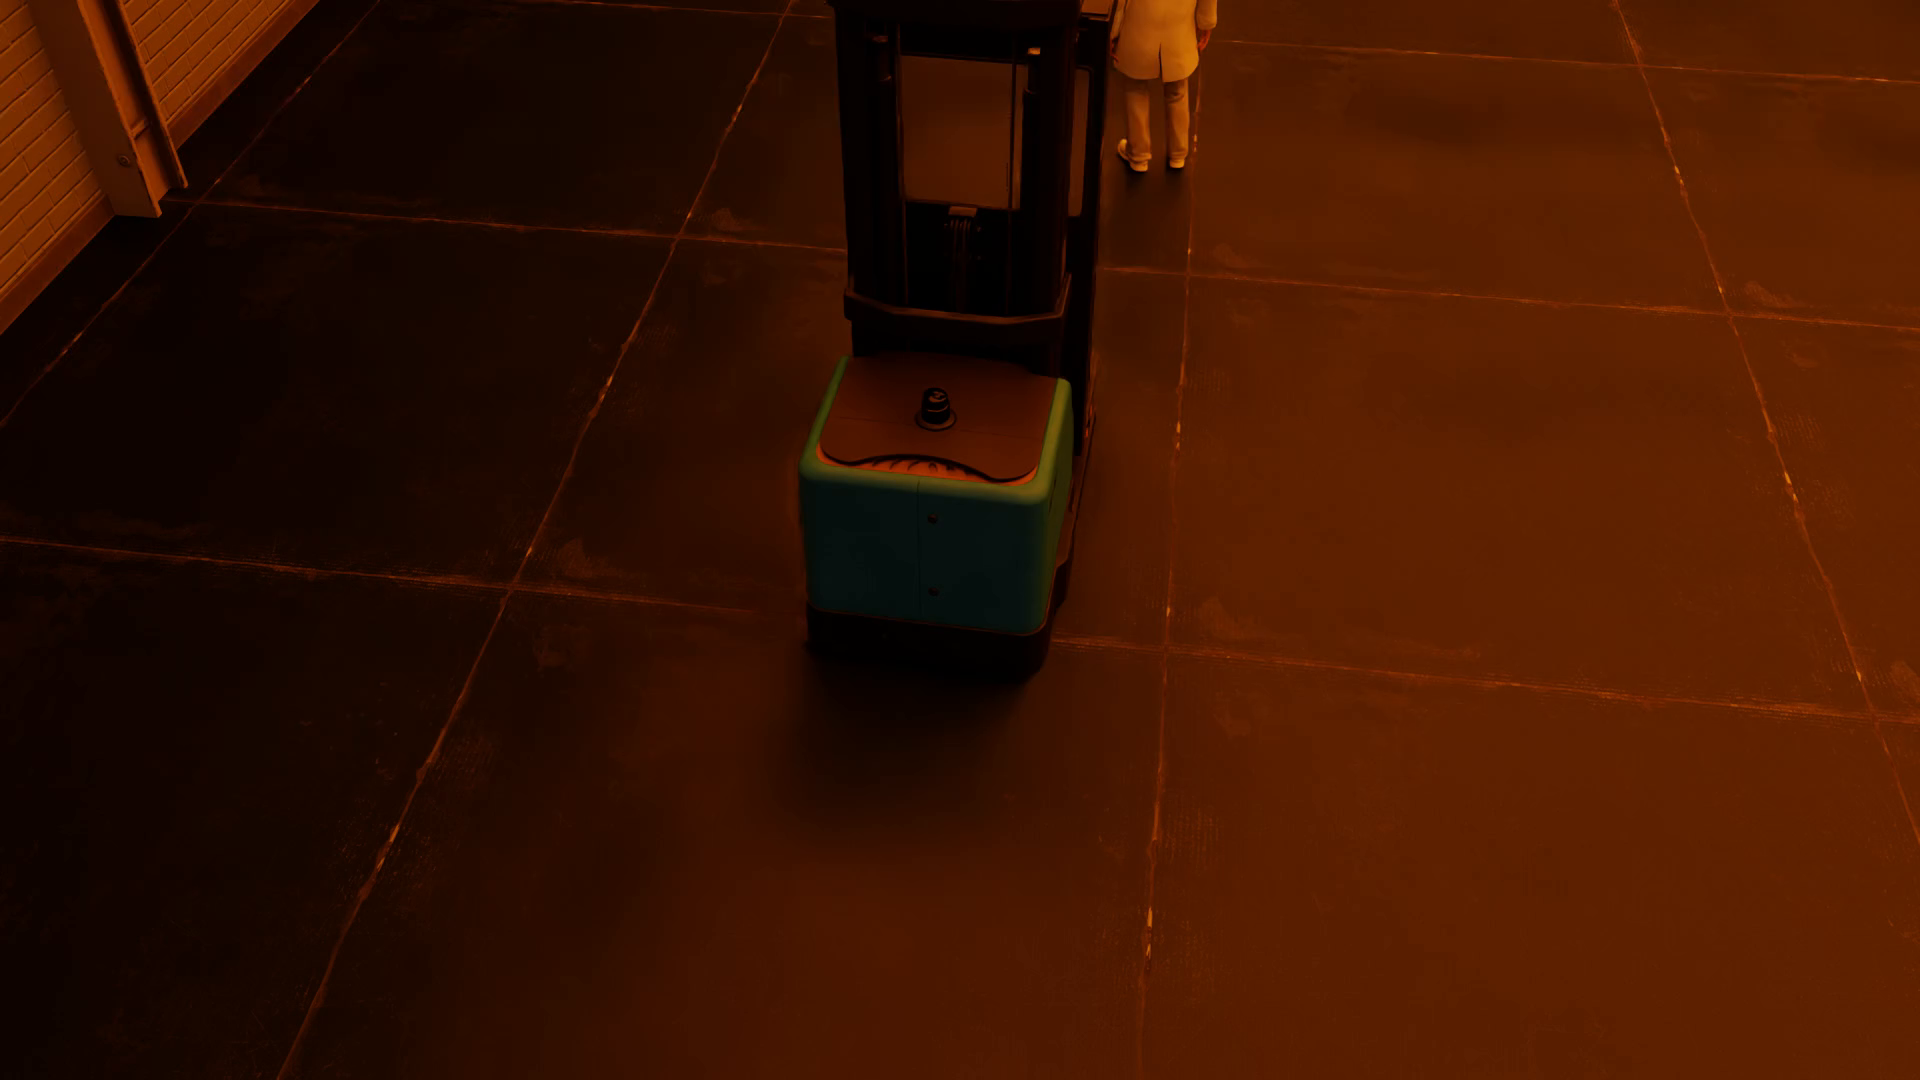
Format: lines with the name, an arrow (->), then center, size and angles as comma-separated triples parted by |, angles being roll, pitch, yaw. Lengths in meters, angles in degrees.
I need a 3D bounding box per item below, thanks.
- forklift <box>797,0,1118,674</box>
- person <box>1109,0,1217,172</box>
forklift -> 0.091, -1.506, 7.364 | 1.130, 2.935, 3.031 | 7, 43, 7
person -> 1.165, -3.035, 9.878 | 0.687, 1.784, 0.536 | -2, 43, -2
